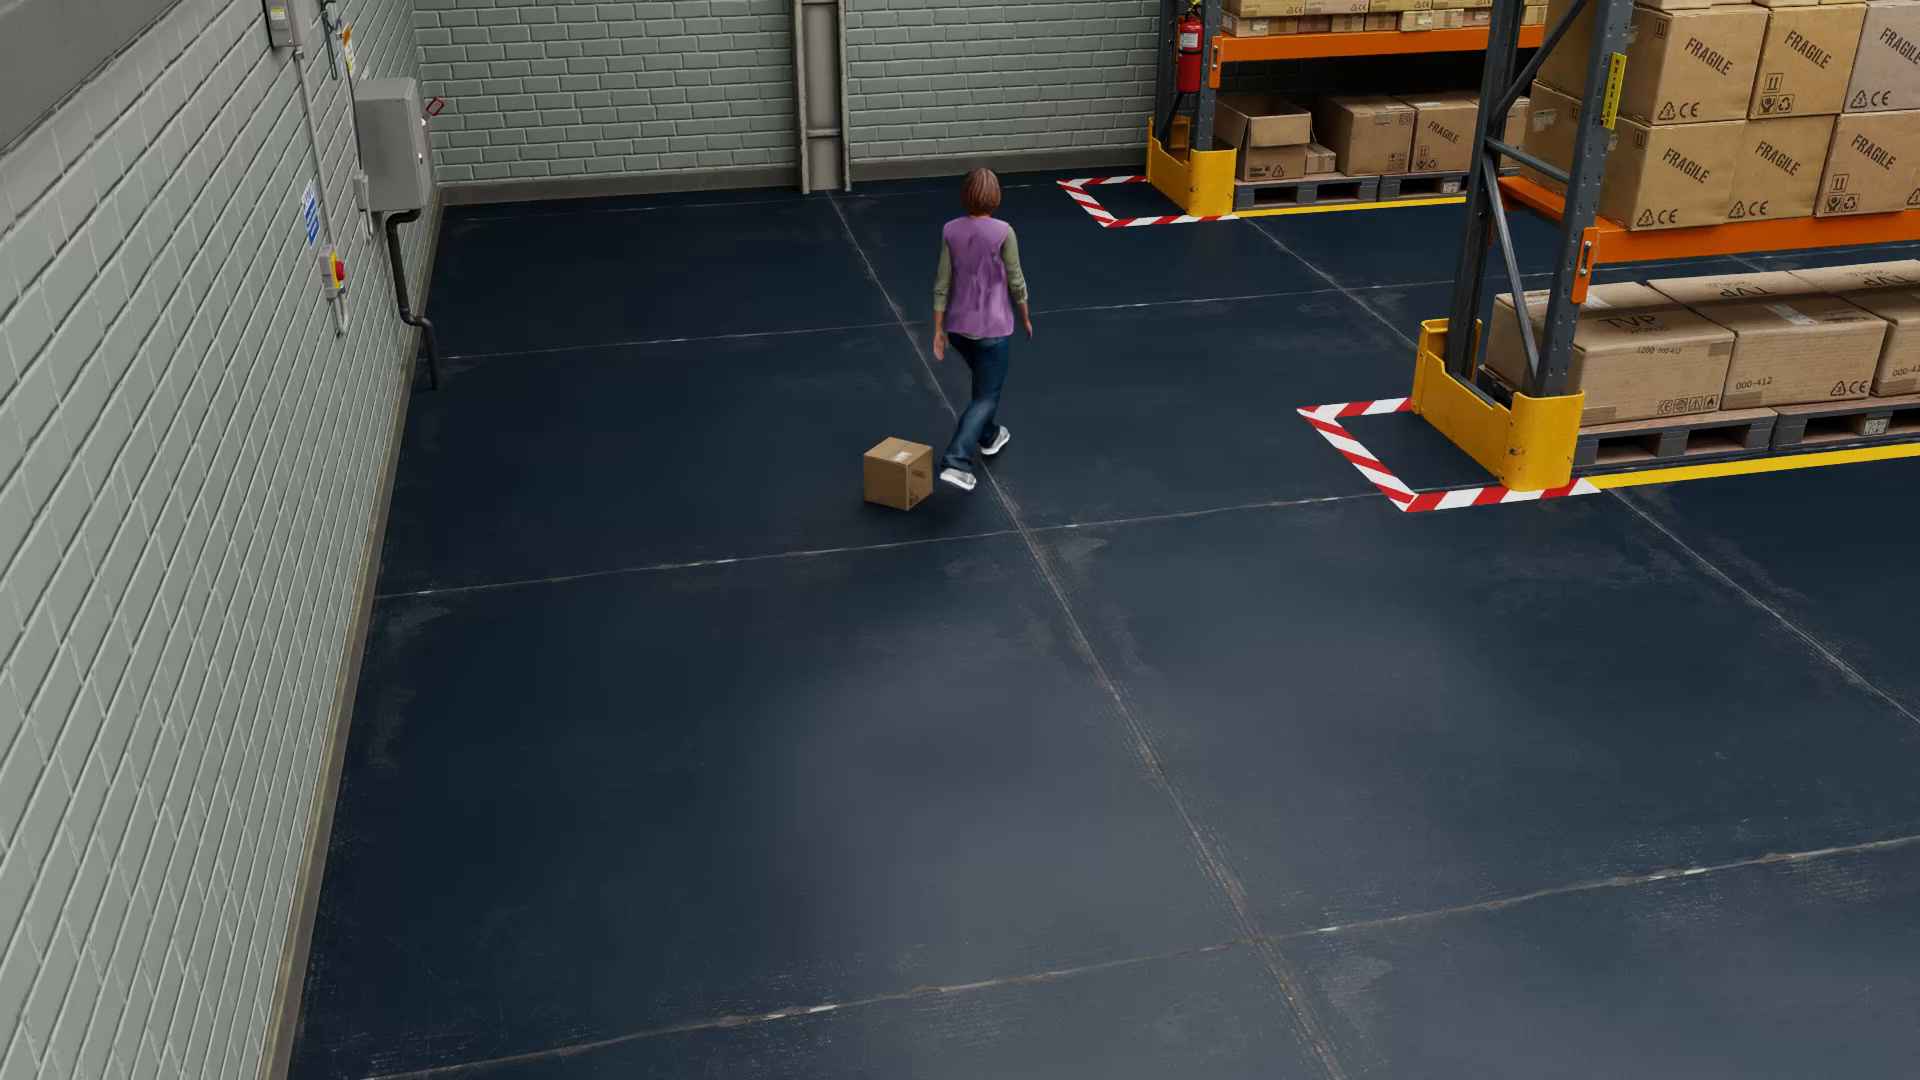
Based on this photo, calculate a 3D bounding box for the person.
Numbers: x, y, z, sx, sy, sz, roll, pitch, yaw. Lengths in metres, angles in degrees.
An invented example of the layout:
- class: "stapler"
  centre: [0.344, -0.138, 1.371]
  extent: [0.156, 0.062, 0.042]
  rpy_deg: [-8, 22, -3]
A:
- class: "person"
  centre: [0.079, -1.030, 8.140]
  extent: [0.426, 1.540, 0.968]
  rpy_deg: [13, 30, 24]
